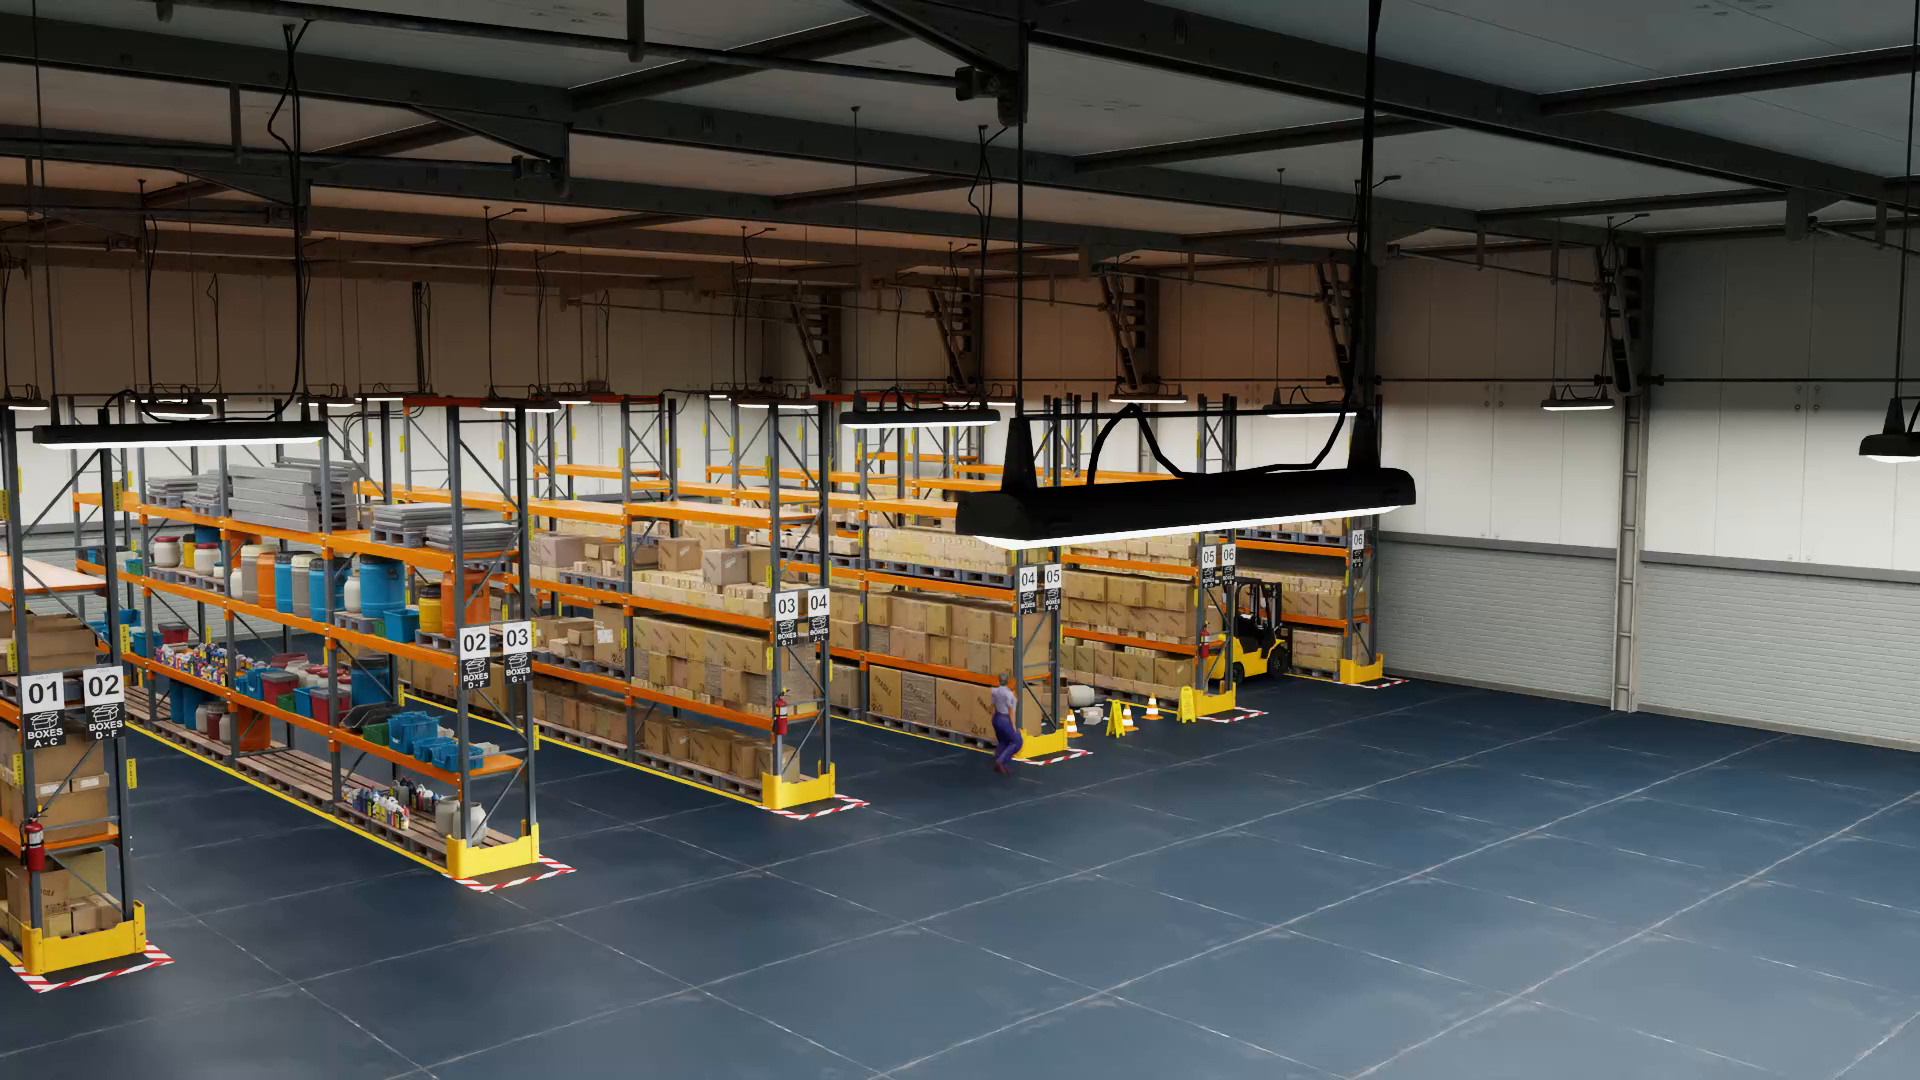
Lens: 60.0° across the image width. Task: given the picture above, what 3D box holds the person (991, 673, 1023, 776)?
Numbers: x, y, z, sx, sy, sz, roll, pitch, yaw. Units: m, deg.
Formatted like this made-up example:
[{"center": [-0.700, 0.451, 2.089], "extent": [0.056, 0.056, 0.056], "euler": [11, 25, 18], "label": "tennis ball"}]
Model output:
[{"center": [0.737, 2.934, 26.570], "extent": [0.453, 1.627, 0.484], "euler": [-2, 6, -20], "label": "person"}]

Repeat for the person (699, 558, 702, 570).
[{"center": [-6.872, 1.252, 43.856], "extent": [0.514, 1.648, 0.765], "euler": [0, 6, -3], "label": "person"}]
